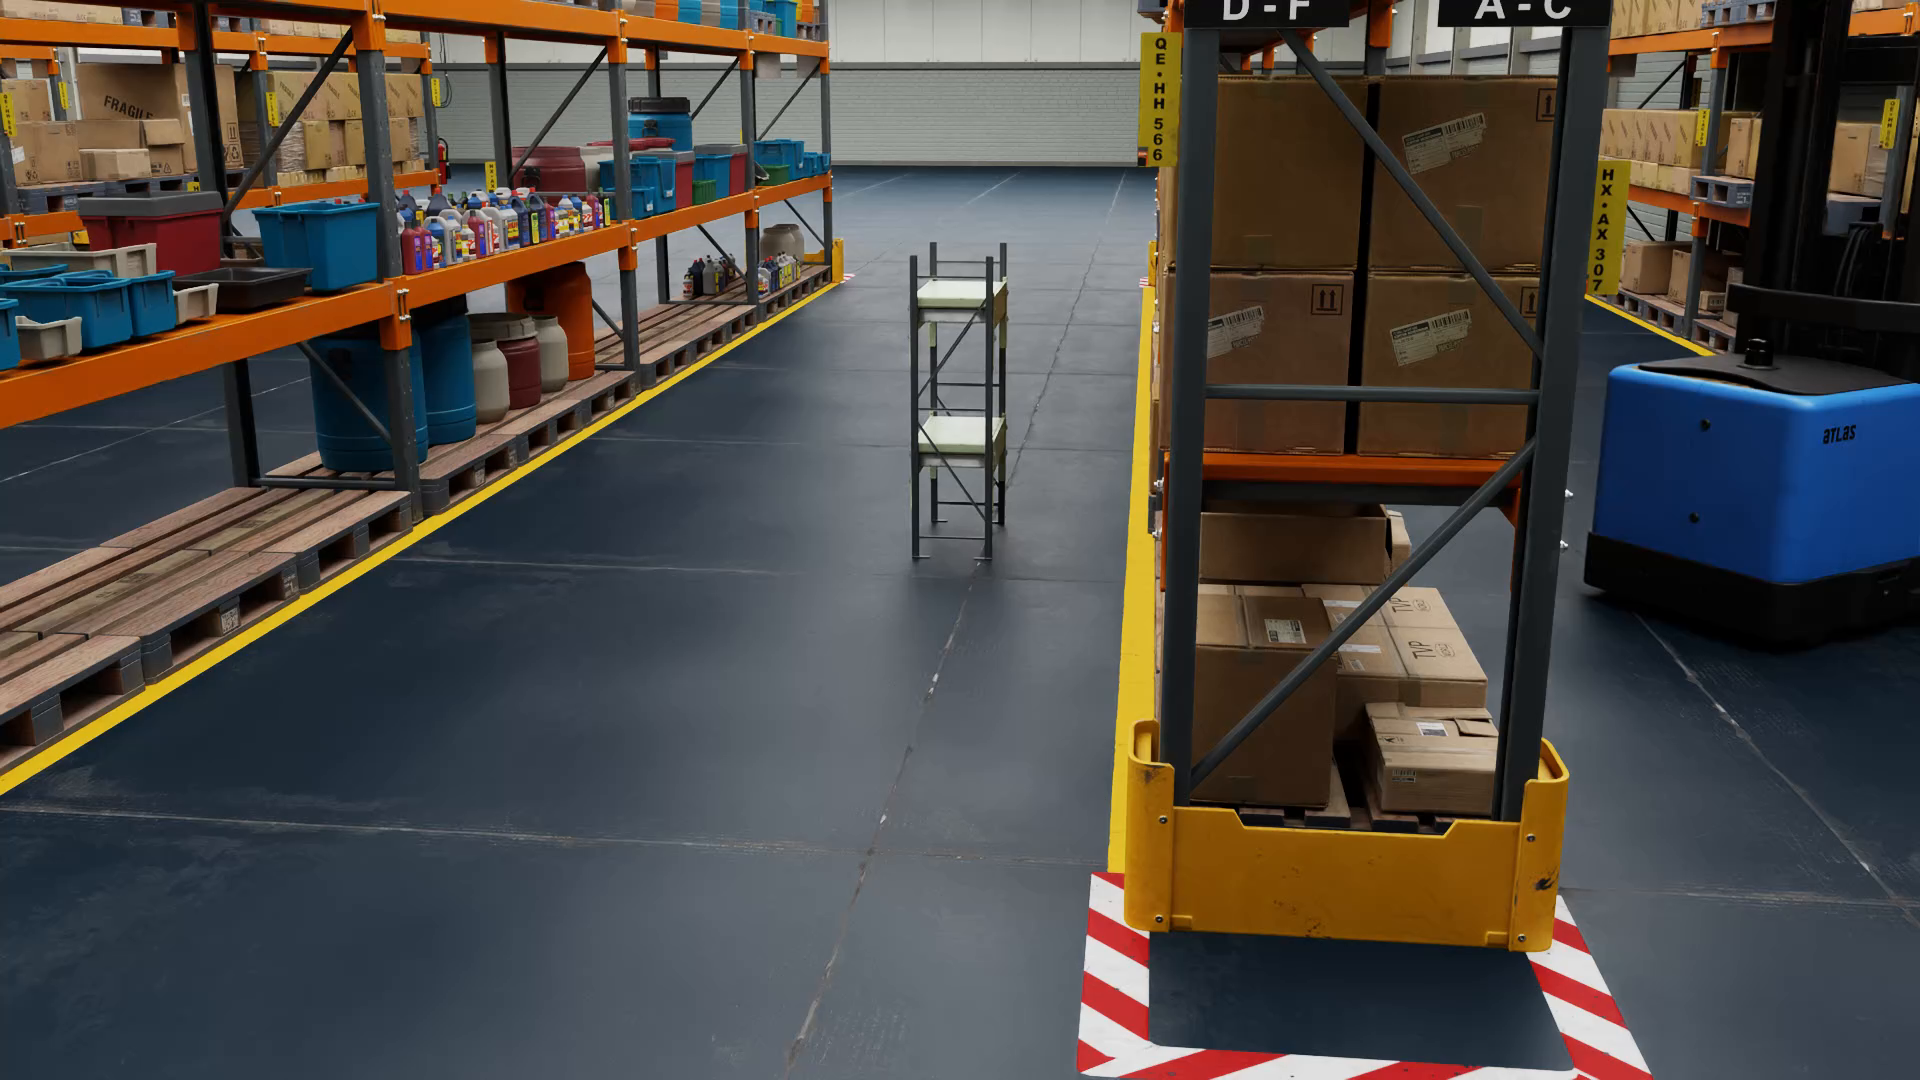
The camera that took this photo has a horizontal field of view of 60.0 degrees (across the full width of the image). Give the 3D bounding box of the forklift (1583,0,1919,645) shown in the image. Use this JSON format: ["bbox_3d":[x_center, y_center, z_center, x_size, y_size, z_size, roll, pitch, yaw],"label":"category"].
[{"bbox_3d":[4.410,-1.238,7.625,3.031,2.935,1.130,-9,17,-29],"label":"forklift"}]

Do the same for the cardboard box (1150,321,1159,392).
[{"bbox_3d":[1.562,-1.203,11.309,0.500,0.500,0.500,1,15,4],"label":"cardboard box"}]

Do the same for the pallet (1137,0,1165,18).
[{"bbox_3d":[1.939,-3.978,12.242,1.213,0.211,1.003,2,15,9],"label":"pallet"}]

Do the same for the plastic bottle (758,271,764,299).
[{"bbox_3d":[-2.047,-2.592,16.885,0.097,0.271,0.097,0,15,0],"label":"plastic bottle"}]

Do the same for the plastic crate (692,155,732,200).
[{"bbox_3d":[-2.334,-3.324,15.238,0.392,0.384,0.575,2,15,6],"label":"plastic crate"}]

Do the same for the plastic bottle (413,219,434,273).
[{"bbox_3d":[-2.941,-1.613,9.103,0.061,0.283,0.133,2,15,6],"label":"plastic bottle"}]

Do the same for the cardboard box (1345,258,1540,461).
[{"bbox_3d":[1.361,-0.523,4.659,0.500,0.500,0.500,2,15,7],"label":"cardboard box"}]

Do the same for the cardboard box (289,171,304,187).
[{"bbox_3d":[-7.076,-3.763,17.312,0.380,0.149,0.250,2,15,6],"label":"cardboard box"}]

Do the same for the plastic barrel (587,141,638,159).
[{"bbox_3d":[-2.976,-3.148,14.298,0.433,0.535,0.433,0,15,0],"label":"plastic barrel"}]

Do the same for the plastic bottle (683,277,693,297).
[{"bbox_3d":[-2.787,-2.592,17.018,0.097,0.201,0.097,0,15,0],"label":"plastic bottle"}]

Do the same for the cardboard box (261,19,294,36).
[{"bbox_3d":[-7.135,-5.257,16.899,0.500,0.250,0.500,1,15,4],"label":"cardboard box"}]

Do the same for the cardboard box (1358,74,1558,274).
[{"bbox_3d":[1.361,-1.006,4.528,0.500,0.500,0.500,2,15,8],"label":"cardboard box"}]

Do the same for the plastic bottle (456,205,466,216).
[{"bbox_3d":[-3.448,-2.207,11.457,0.097,0.201,0.097,0,15,0],"label":"plastic bottle"}]

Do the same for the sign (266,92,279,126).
[{"bbox_3d":[-6.888,-4.316,16.659,0.100,0.325,0.005,2,15,6],"label":"sign"}]

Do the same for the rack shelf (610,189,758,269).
[{"bbox_3d":[-2.744,-2.761,14.504,1.077,0.370,4.000,2,15,6],"label":"rack shelf"}]

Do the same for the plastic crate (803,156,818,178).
[{"bbox_3d":[-1.906,-4.286,19.049,0.499,0.251,0.408,2,15,6],"label":"plastic crate"}]

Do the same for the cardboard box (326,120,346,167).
[{"bbox_3d":[-7.280,-4.341,18.207,0.875,0.500,0.500,2,15,6],"label":"cardboard box"}]

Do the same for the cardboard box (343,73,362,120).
[{"bbox_3d":[-6.979,-4.946,18.529,0.500,0.500,0.500,2,15,6],"label":"cardboard box"}]

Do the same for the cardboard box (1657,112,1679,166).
[{"bbox_3d":[7.122,-3.896,16.134,0.500,0.500,0.500,2,15,6],"label":"cardboard box"}]

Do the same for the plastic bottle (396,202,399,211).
[{"bbox_3d":[-3.578,-1.989,10.496,0.061,0.283,0.133,2,15,6],"label":"plastic bottle"}]

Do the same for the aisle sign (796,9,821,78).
[{"bbox_3d":[-1.764,-5.929,19.862,0.394,0.787,0.004,2,15,6],"label":"aisle sign"}]

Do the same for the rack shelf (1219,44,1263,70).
[{"bbox_3d":[2.628,-5.099,17.406,1.077,0.370,4.000,2,15,6],"label":"rack shelf"}]

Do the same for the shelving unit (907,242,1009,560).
[{"bbox_3d":[0.001,-0.726,8.473,0.431,1.500,0.755,2,15,6],"label":"shelving unit"}]

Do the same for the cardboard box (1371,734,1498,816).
[{"bbox_3d":[1.437,0.698,4.954,0.380,0.149,0.250,2,15,6],"label":"cardboard box"}]

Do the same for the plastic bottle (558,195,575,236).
[{"bbox_3d":[-2.693,-2.219,11.370,0.097,0.271,0.097,0,15,0],"label":"plastic bottle"}]

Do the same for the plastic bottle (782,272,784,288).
[{"bbox_3d":[-1.939,-2.807,17.815,0.097,0.201,0.097,0,15,0],"label":"plastic bottle"}]

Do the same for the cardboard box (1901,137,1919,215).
[{"bbox_3d":[6.565,-2.381,10.920,0.500,0.500,0.500,2,15,8],"label":"cardboard box"}]

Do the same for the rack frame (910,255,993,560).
[{"bbox_3d":[-0.041,-0.631,8.122,0.400,1.500,0.023,2,15,6],"label":"rack frame"}]

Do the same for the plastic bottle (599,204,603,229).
[{"bbox_3d":[-2.623,-2.347,11.974,0.097,0.201,0.097,0,15,0],"label":"plastic bottle"}]

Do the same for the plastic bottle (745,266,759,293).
[{"bbox_3d":[-2.159,-2.762,17.361,0.144,0.351,0.185,2,15,6],"label":"plastic bottle"}]

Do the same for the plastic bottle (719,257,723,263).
[{"bbox_3d":[-2.632,-2.984,18.334,0.097,0.271,0.097,0,15,0],"label":"plastic bottle"}]

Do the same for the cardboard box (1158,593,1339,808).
[{"bbox_3d":[0.865,0.478,5.092,0.500,0.500,0.500,2,15,6],"label":"cardboard box"}]

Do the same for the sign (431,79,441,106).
[{"bbox_3d":[-6.440,-5.500,20.432,0.100,0.325,0.005,2,15,6],"label":"sign"}]

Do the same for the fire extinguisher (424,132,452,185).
[{"bbox_3d":[-6.518,-4.789,20.774,0.296,0.674,0.183,2,15,6],"label":"fire extinguisher"}]

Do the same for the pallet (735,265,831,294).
[{"bbox_3d":[-2.126,-3.086,19.672,1.003,0.211,1.213,2,15,6],"label":"pallet"}]

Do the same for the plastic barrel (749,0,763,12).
[{"bbox_3d":[-2.300,-5.774,16.759,0.600,0.901,0.708,2,15,6],"label":"plastic barrel"}]

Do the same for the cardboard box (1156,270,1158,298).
[{"bbox_3d":[1.989,-2.262,14.670,0.500,0.311,0.500,1,15,4],"label":"cardboard box"}]

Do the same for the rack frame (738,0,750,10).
[{"bbox_3d":[-2.519,-6.523,15.545,1.000,3.000,0.127,2,15,6],"label":"rack frame"}]

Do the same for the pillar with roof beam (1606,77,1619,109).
[{"bbox_3d":[4.956,-8.744,23.761,9.100,9.000,0.400,2,15,6],"label":"pillar with roof beam"}]

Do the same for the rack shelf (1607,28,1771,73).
[{"bbox_3d":[7.551,-4.954,16.869,1.077,0.370,4.000,2,15,6],"label":"rack shelf"}]

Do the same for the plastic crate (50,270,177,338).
[{"bbox_3d":[-3.335,-0.936,6.584,0.416,0.233,0.300,2,15,6],"label":"plastic crate"}]

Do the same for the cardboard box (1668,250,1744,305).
[{"bbox_3d":[7.402,-2.611,16.518,0.500,0.500,0.500,1,15,2],"label":"cardboard box"}]

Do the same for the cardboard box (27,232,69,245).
[{"bbox_3d":[-11.917,-3.982,20.906,0.875,0.875,0.875,2,15,7],"label":"cardboard box"}]

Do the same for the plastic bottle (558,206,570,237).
[{"bbox_3d":[-2.704,-2.160,11.286,0.097,0.201,0.097,0,15,0],"label":"plastic bottle"}]

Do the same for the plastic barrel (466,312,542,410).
[{"bbox_3d":[-3.136,-1.208,11.197,0.600,0.588,0.708,2,15,6],"label":"plastic barrel"}]

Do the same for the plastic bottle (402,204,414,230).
[{"bbox_3d":[-3.497,-1.986,10.506,0.097,0.271,0.097,0,15,0],"label":"plastic bottle"}]

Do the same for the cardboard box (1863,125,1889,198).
[{"bbox_3d":[6.917,-2.680,11.794,0.700,0.500,0.500,0,15,0],"label":"cardboard box"}]

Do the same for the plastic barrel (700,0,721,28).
[{"bbox_3d":[-2.434,-5.009,14.732,0.600,0.901,0.600,0,15,0],"label":"plastic barrel"}]

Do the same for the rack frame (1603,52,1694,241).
[{"bbox_3d":[7.776,-4.372,19.085,1.000,3.000,0.127,2,15,6],"label":"rack frame"}]

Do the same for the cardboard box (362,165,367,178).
[{"bbox_3d":[-6.881,-4.217,18.991,0.380,0.149,0.250,2,15,6],"label":"cardboard box"}]

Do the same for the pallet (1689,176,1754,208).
[{"bbox_3d":[7.094,-3.048,14.557,1.003,0.211,1.213,2,15,6],"label":"pallet"}]

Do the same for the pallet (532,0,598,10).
[{"bbox_3d":[-3.154,-3.751,11.401,1.003,0.211,1.213,2,15,6],"label":"pallet"}]

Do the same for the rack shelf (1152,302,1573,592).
[{"bbox_3d":[1.274,-0.539,6.287,1.077,0.370,4.000,2,15,6],"label":"rack shelf"}]

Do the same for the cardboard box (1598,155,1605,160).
[{"bbox_3d":[7.406,-4.192,18.669,0.500,0.250,0.500,1,15,5],"label":"cardboard box"}]

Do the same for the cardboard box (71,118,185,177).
[{"bbox_3d":[-7.544,-3.573,15.126,0.797,0.503,0.637,3,15,12],"label":"cardboard box"}]

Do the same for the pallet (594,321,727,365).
[{"bbox_3d":[-2.704,-1.759,14.761,1.003,0.211,1.213,2,15,6],"label":"pallet"}]

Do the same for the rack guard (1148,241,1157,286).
[{"bbox_3d":[2.857,-3.317,19.971,1.175,0.500,0.348,2,15,6],"label":"rack guard"}]

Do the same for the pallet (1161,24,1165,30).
[{"bbox_3d":[2.473,-5.107,16.226,1.003,0.211,1.213,2,15,6],"label":"pallet"}]

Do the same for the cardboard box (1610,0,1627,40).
[{"bbox_3d":[7.490,-5.799,18.385,0.500,0.500,0.500,2,15,8],"label":"cardboard box"}]
